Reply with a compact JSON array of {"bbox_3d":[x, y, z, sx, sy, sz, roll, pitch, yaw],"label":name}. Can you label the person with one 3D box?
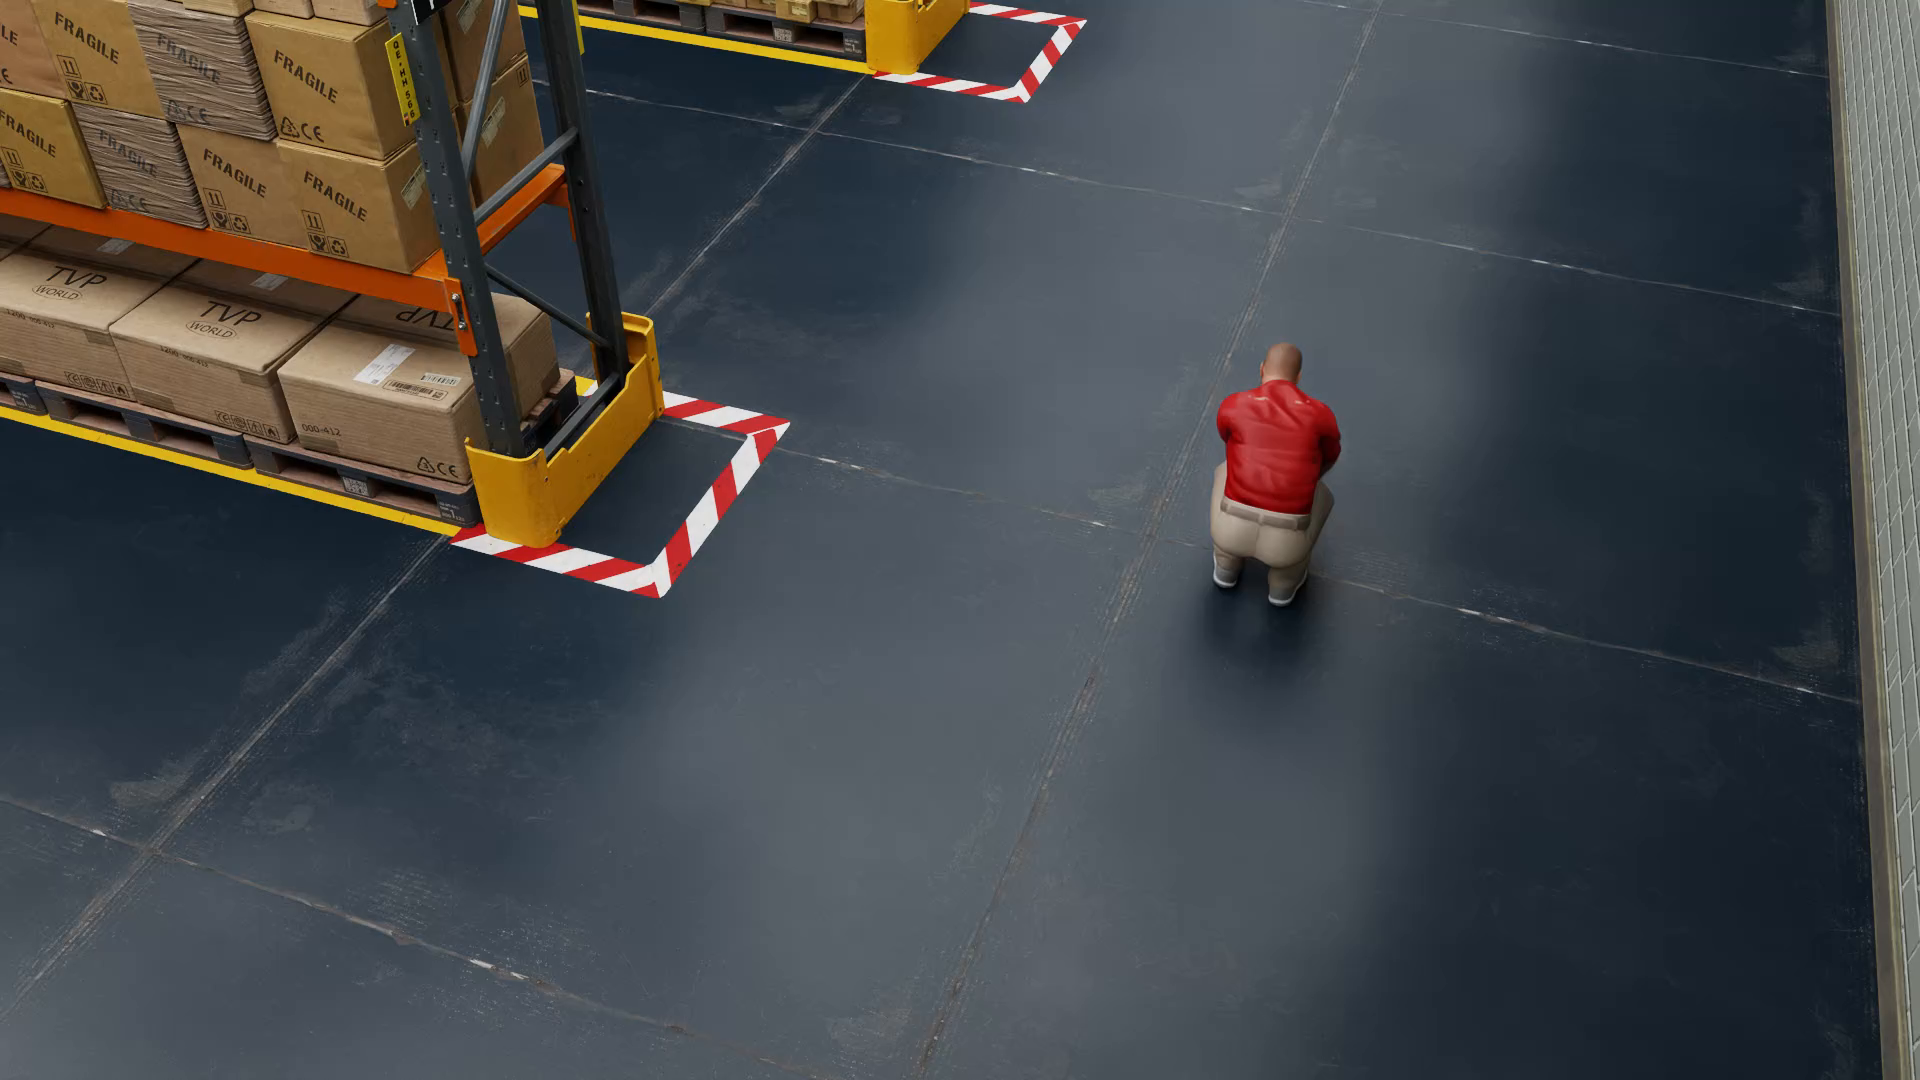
[{"bbox_3d":[1.336,-0.290,7.096,0.542,0.962,0.893,13,43,15],"label":"person"}]
